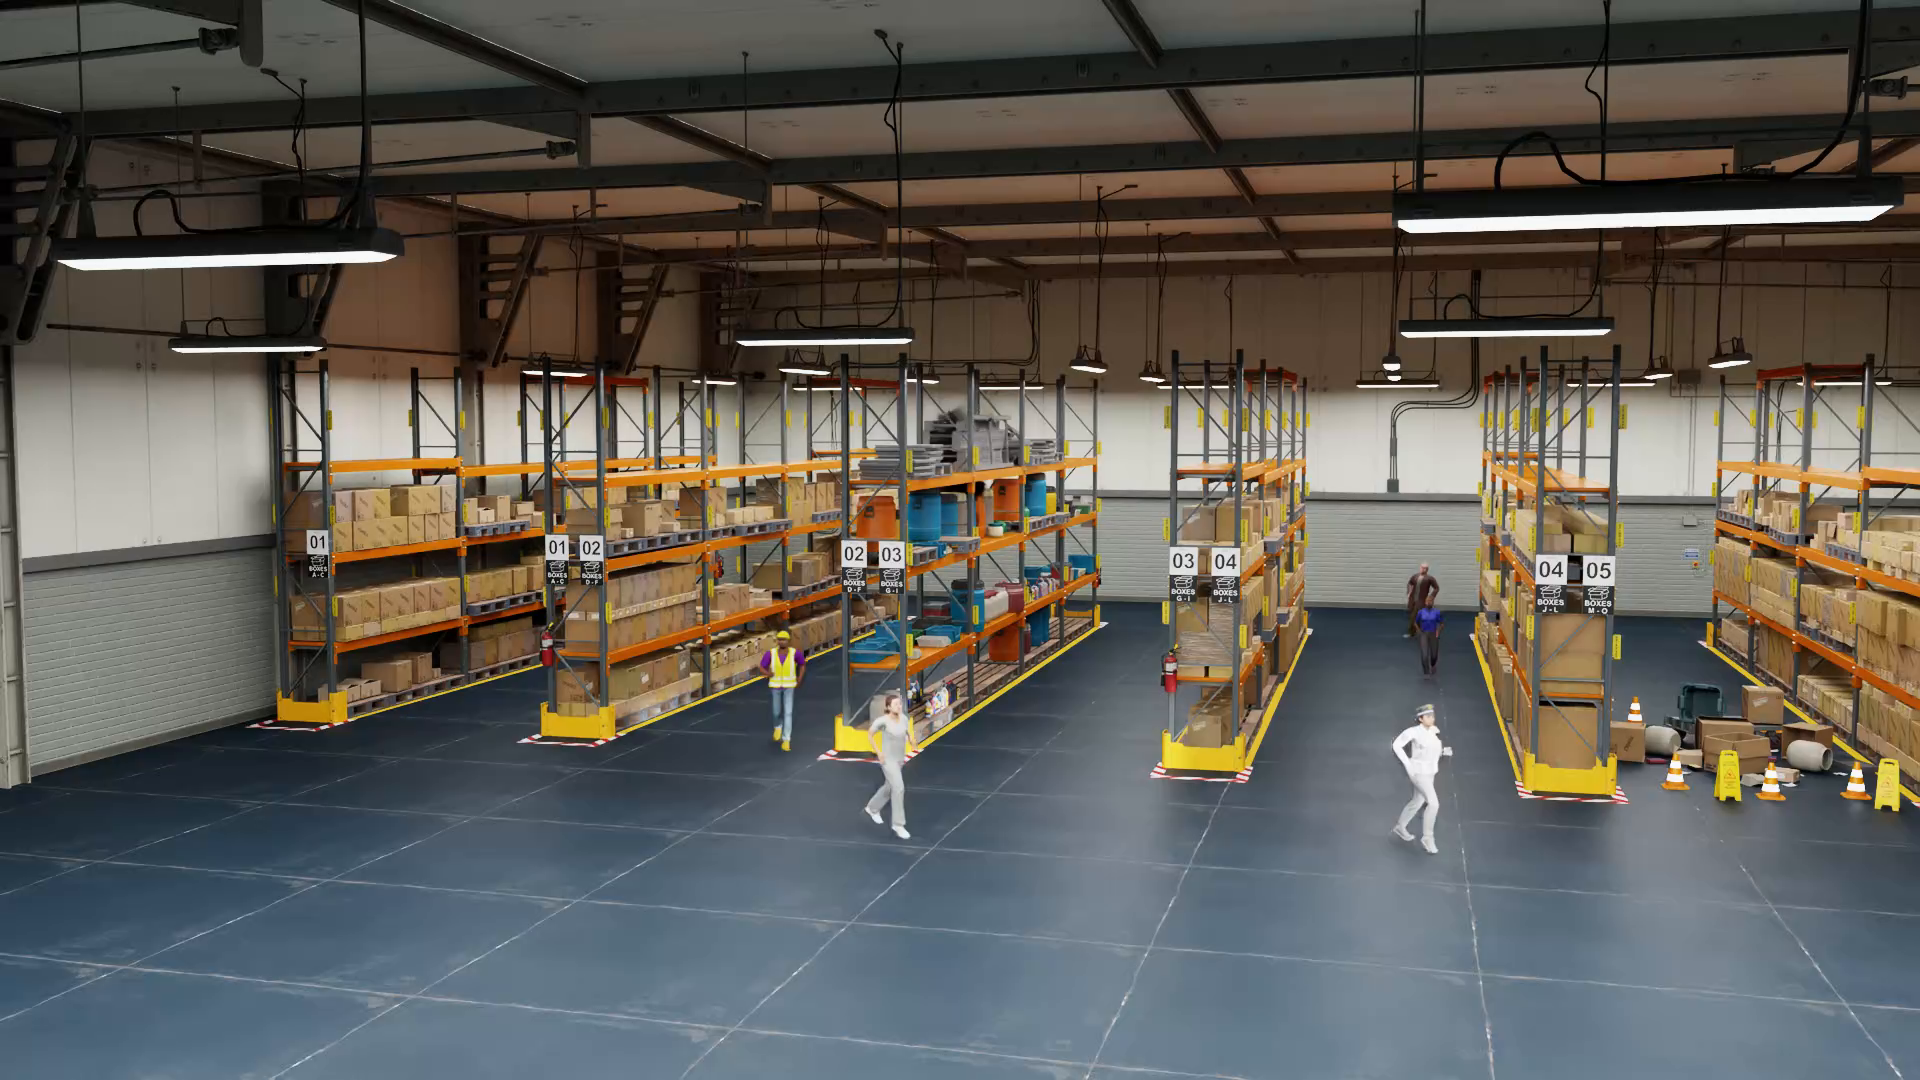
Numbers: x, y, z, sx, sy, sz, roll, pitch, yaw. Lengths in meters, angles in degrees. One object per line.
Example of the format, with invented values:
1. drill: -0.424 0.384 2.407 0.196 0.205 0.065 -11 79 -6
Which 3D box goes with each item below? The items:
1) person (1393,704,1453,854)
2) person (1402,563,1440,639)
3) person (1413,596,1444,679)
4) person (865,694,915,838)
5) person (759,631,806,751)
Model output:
1. person: 5.426 2.772 19.480 0.580 1.761 0.736 -3 5 -38
2. person: 10.568 1.401 38.071 0.776 1.746 0.874 4 6 43
3. person: 9.061 1.928 32.205 0.554 1.516 0.584 1 4 16
4. person: -0.852 2.706 20.236 0.840 1.702 0.565 4 6 42
5. person: -2.732 2.284 25.515 0.710 1.788 0.864 0 4 -1
